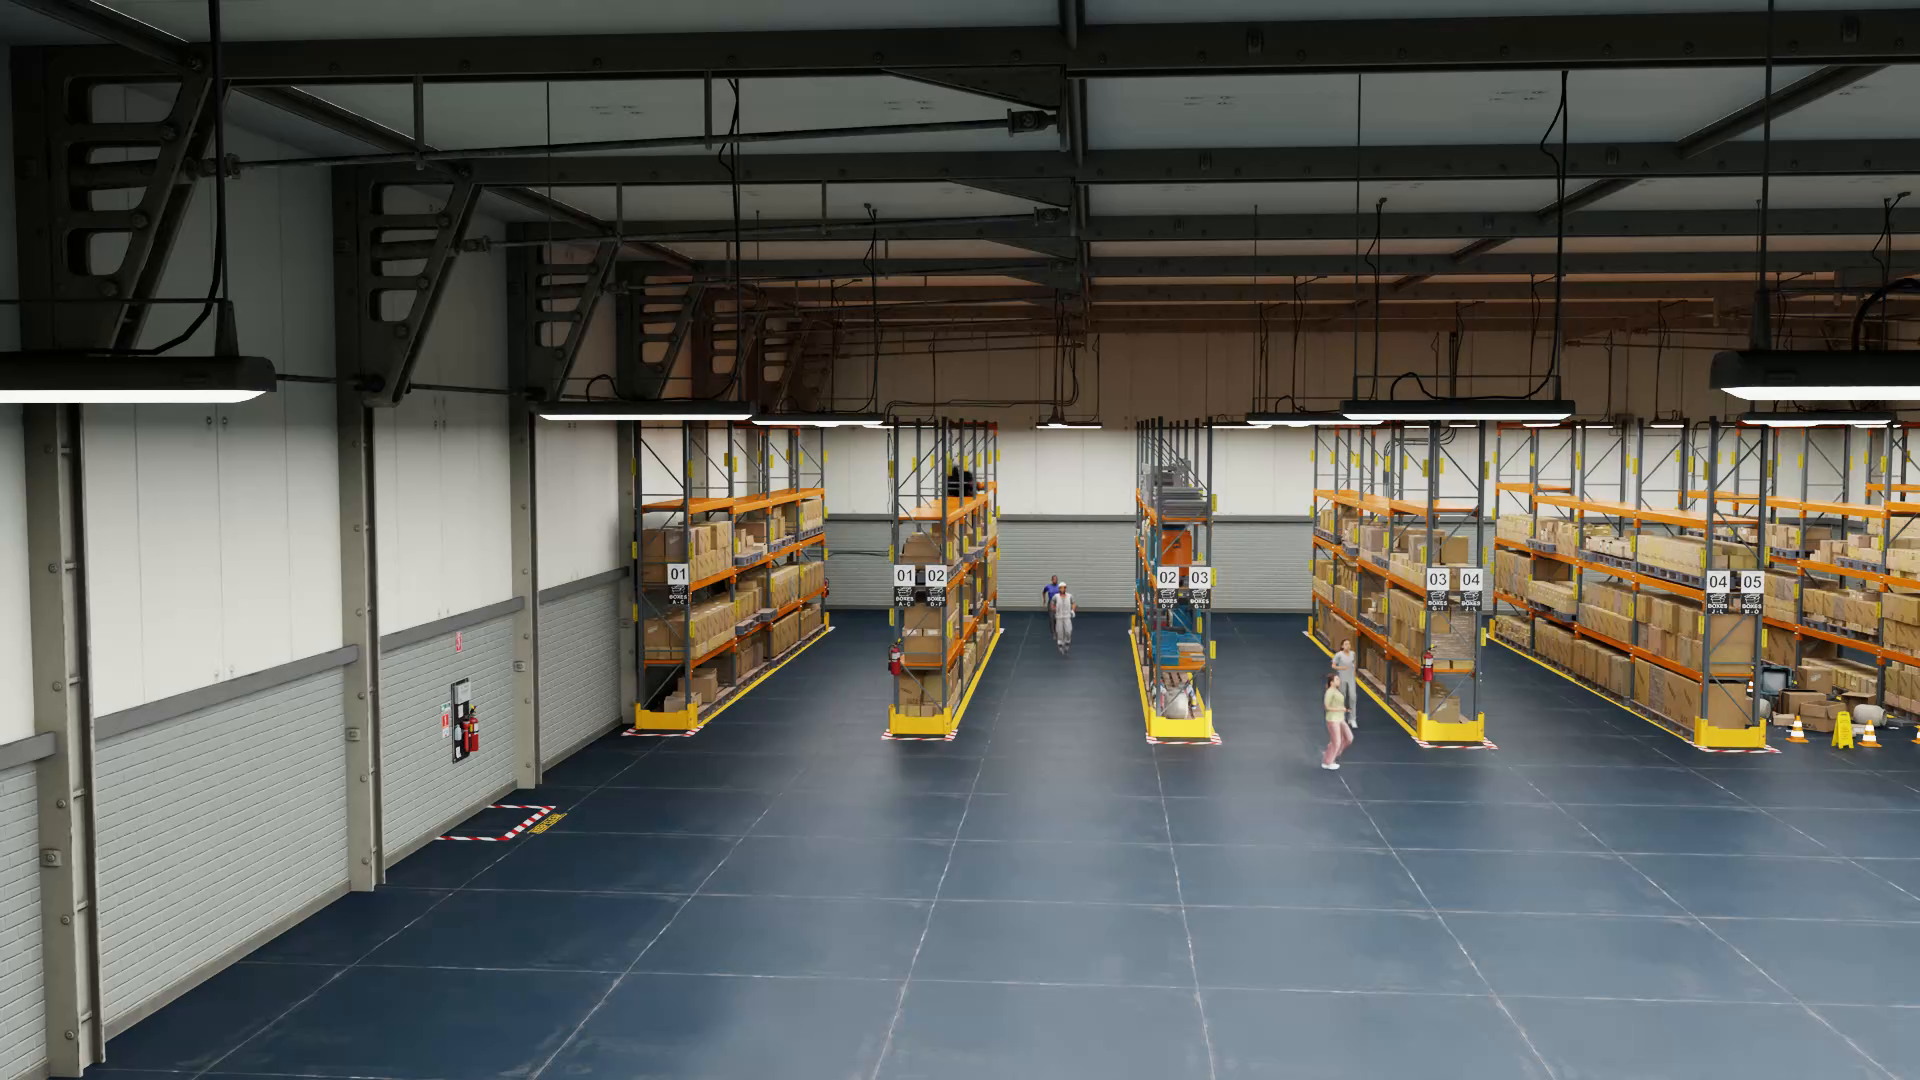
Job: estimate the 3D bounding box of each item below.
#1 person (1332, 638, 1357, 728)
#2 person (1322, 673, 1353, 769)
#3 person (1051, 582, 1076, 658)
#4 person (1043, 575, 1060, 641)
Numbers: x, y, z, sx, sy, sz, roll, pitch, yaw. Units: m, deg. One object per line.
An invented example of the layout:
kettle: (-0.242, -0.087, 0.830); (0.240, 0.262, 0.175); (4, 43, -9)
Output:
person: (7.496, 2.755, 32.390); (0.561, 1.700, 0.885); (0, 4, -3)
person: (6.384, 3.058, 28.100); (0.536, 1.628, 0.569); (3, 4, 34)
person: (2.504, 1.940, 40.188); (0.628, 1.840, 0.685); (0, 4, 0)
person: (2.463, 1.762, 43.373); (0.567, 1.695, 0.841); (0, 4, -5)
